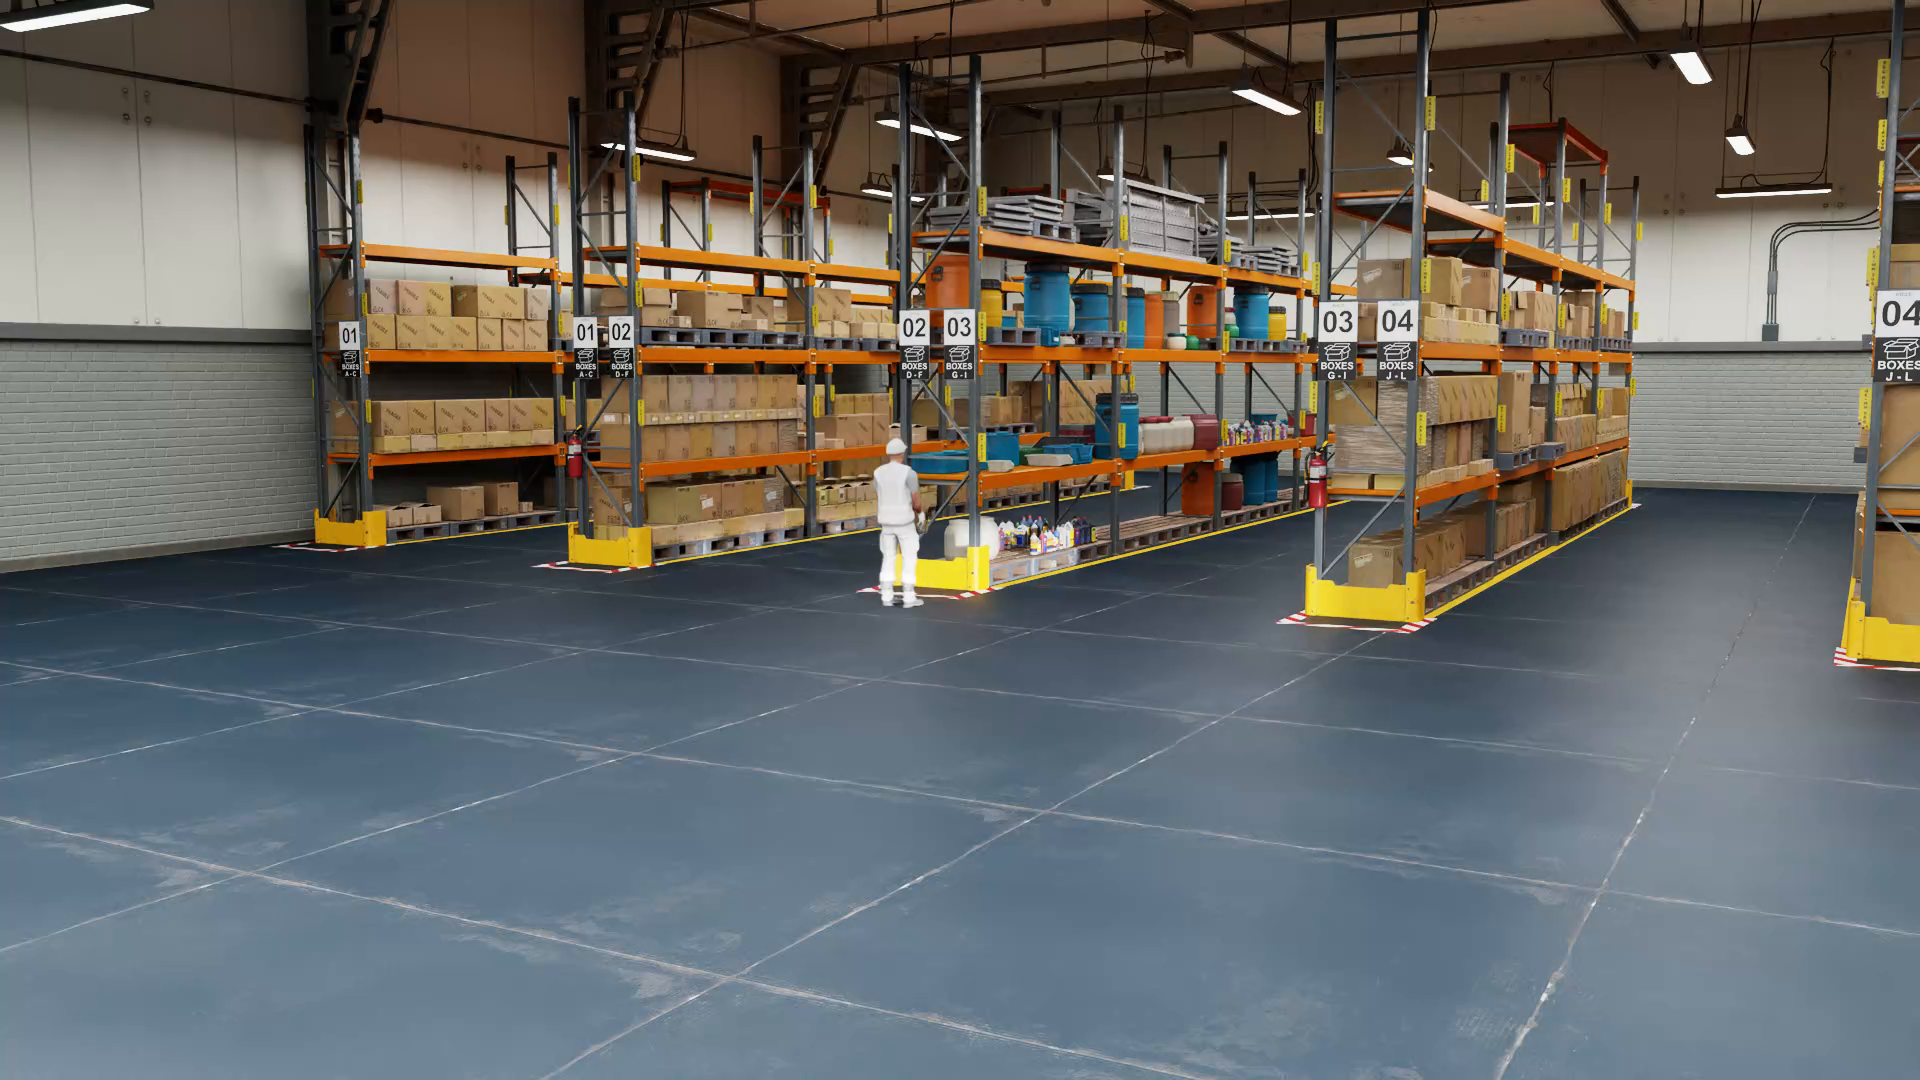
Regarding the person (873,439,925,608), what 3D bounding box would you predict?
[{"bbox_3d":[-0.643,-0.190,17.788,0.529,1.794,0.498,3,7,28],"label":"person"}]
